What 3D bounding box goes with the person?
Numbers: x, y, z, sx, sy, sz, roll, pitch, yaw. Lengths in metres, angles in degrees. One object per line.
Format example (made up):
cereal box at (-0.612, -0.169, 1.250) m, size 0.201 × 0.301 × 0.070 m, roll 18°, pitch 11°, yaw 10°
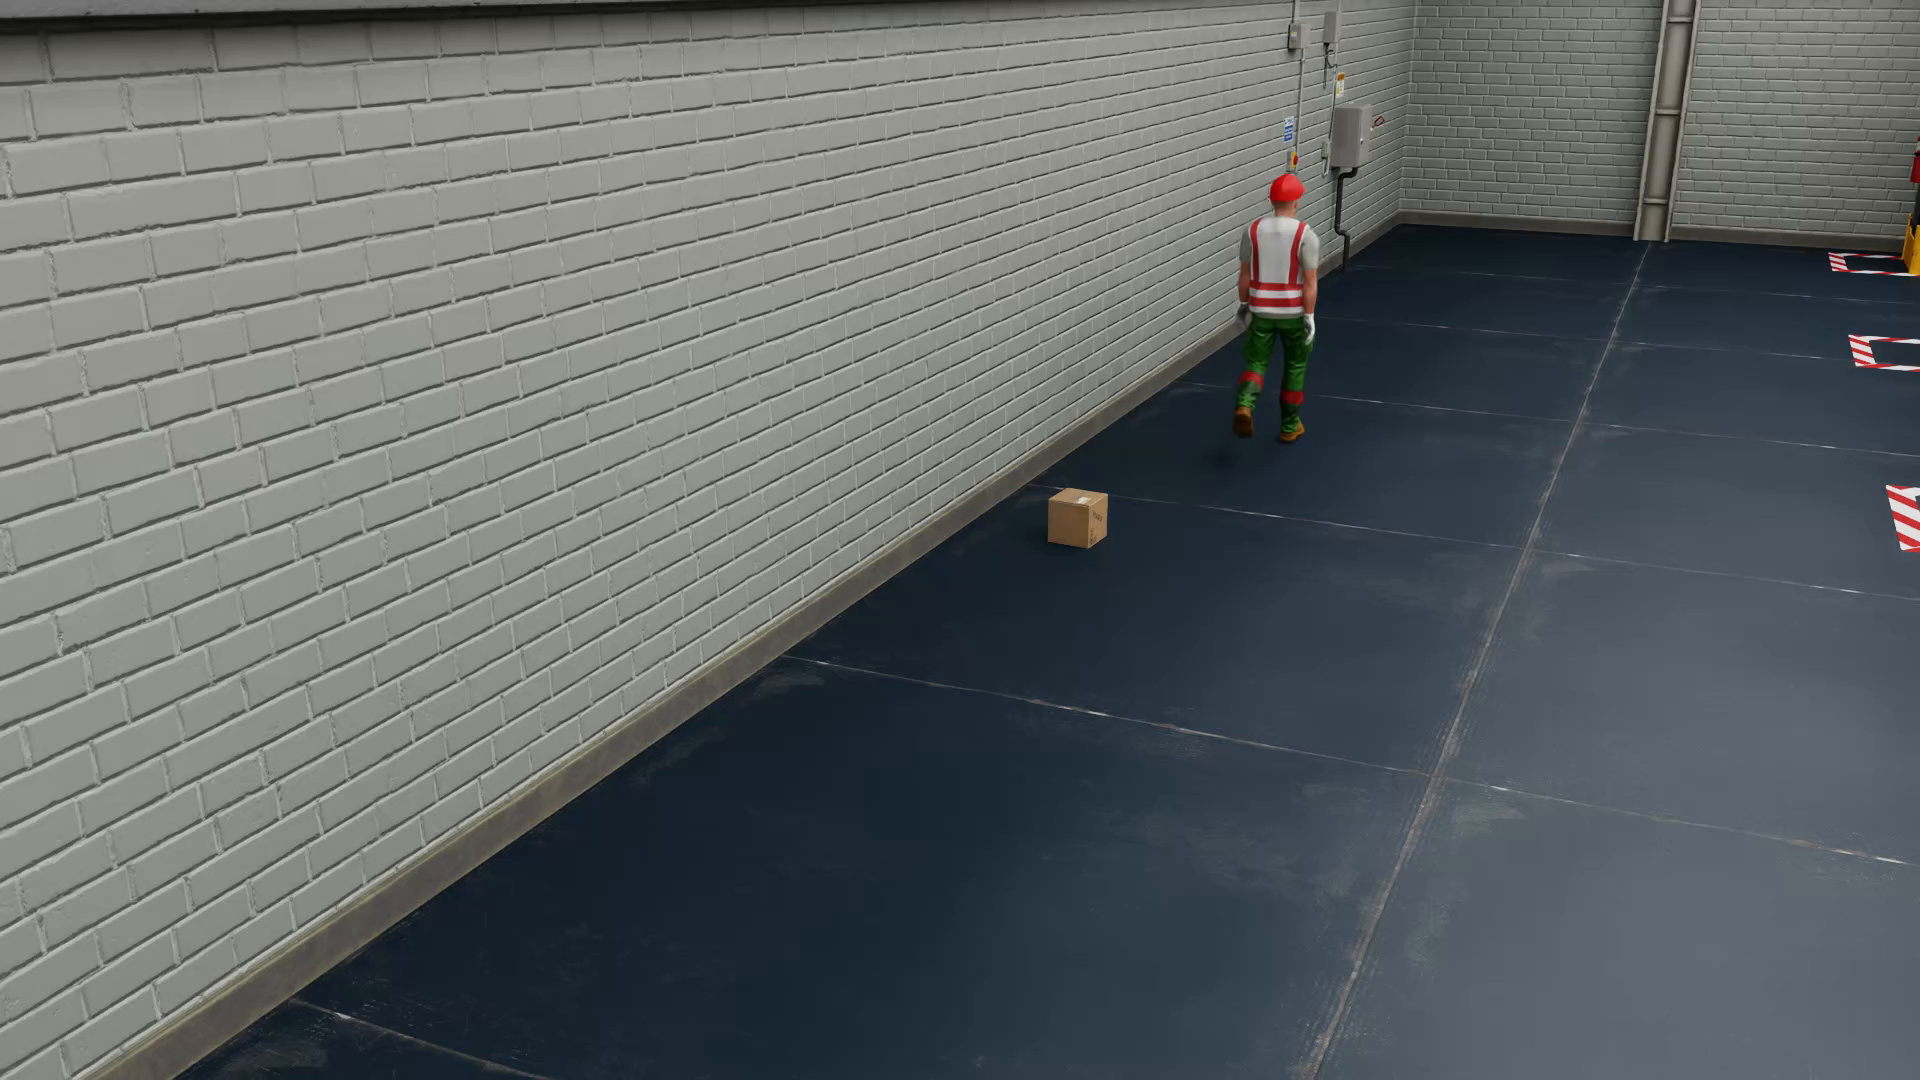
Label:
person at (2.047, -1.482, 10.835) m, size 0.567 × 1.775 × 0.806 m, roll 9°, pitch 21°, yaw 25°
